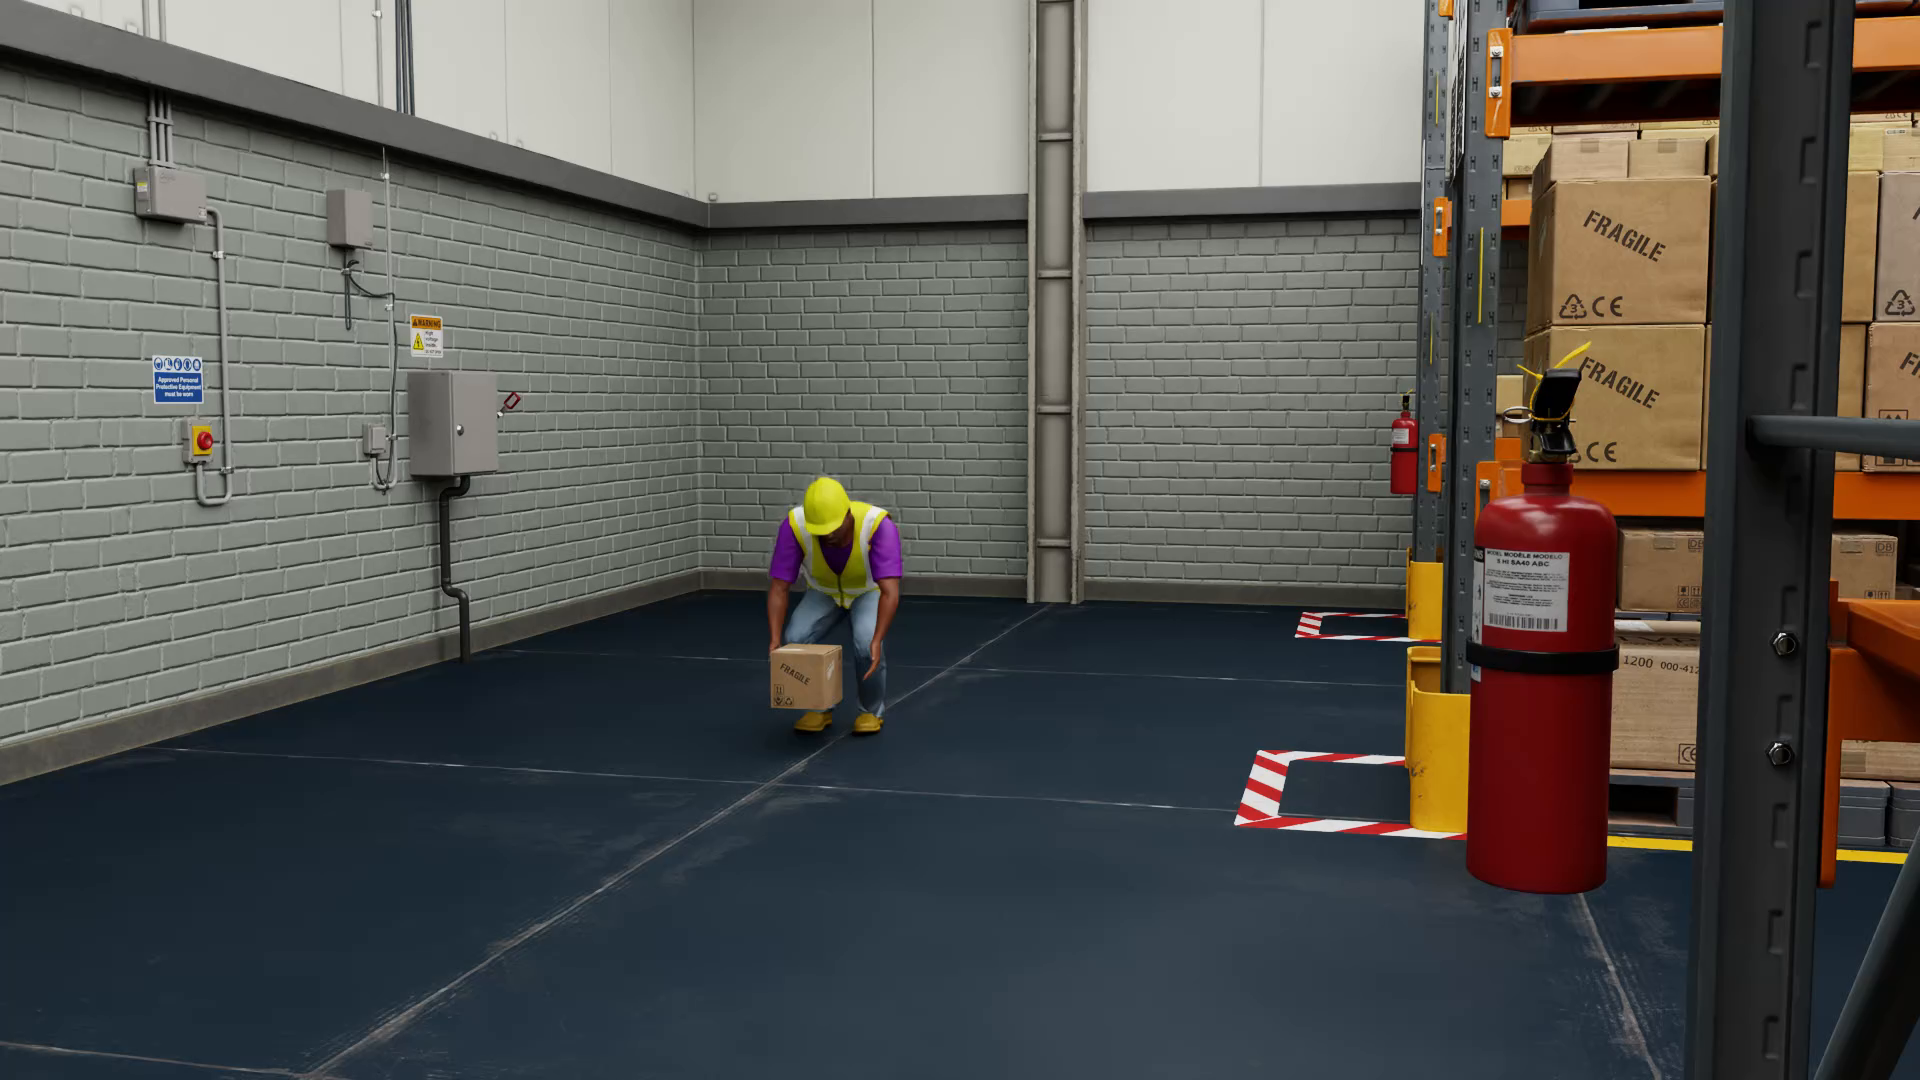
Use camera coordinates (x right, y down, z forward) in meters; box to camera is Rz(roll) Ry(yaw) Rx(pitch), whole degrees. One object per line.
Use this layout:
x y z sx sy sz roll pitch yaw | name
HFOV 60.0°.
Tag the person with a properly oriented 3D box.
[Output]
-0.534 0.299 7.694 0.620 1.207 0.839 1 5 14 | person
